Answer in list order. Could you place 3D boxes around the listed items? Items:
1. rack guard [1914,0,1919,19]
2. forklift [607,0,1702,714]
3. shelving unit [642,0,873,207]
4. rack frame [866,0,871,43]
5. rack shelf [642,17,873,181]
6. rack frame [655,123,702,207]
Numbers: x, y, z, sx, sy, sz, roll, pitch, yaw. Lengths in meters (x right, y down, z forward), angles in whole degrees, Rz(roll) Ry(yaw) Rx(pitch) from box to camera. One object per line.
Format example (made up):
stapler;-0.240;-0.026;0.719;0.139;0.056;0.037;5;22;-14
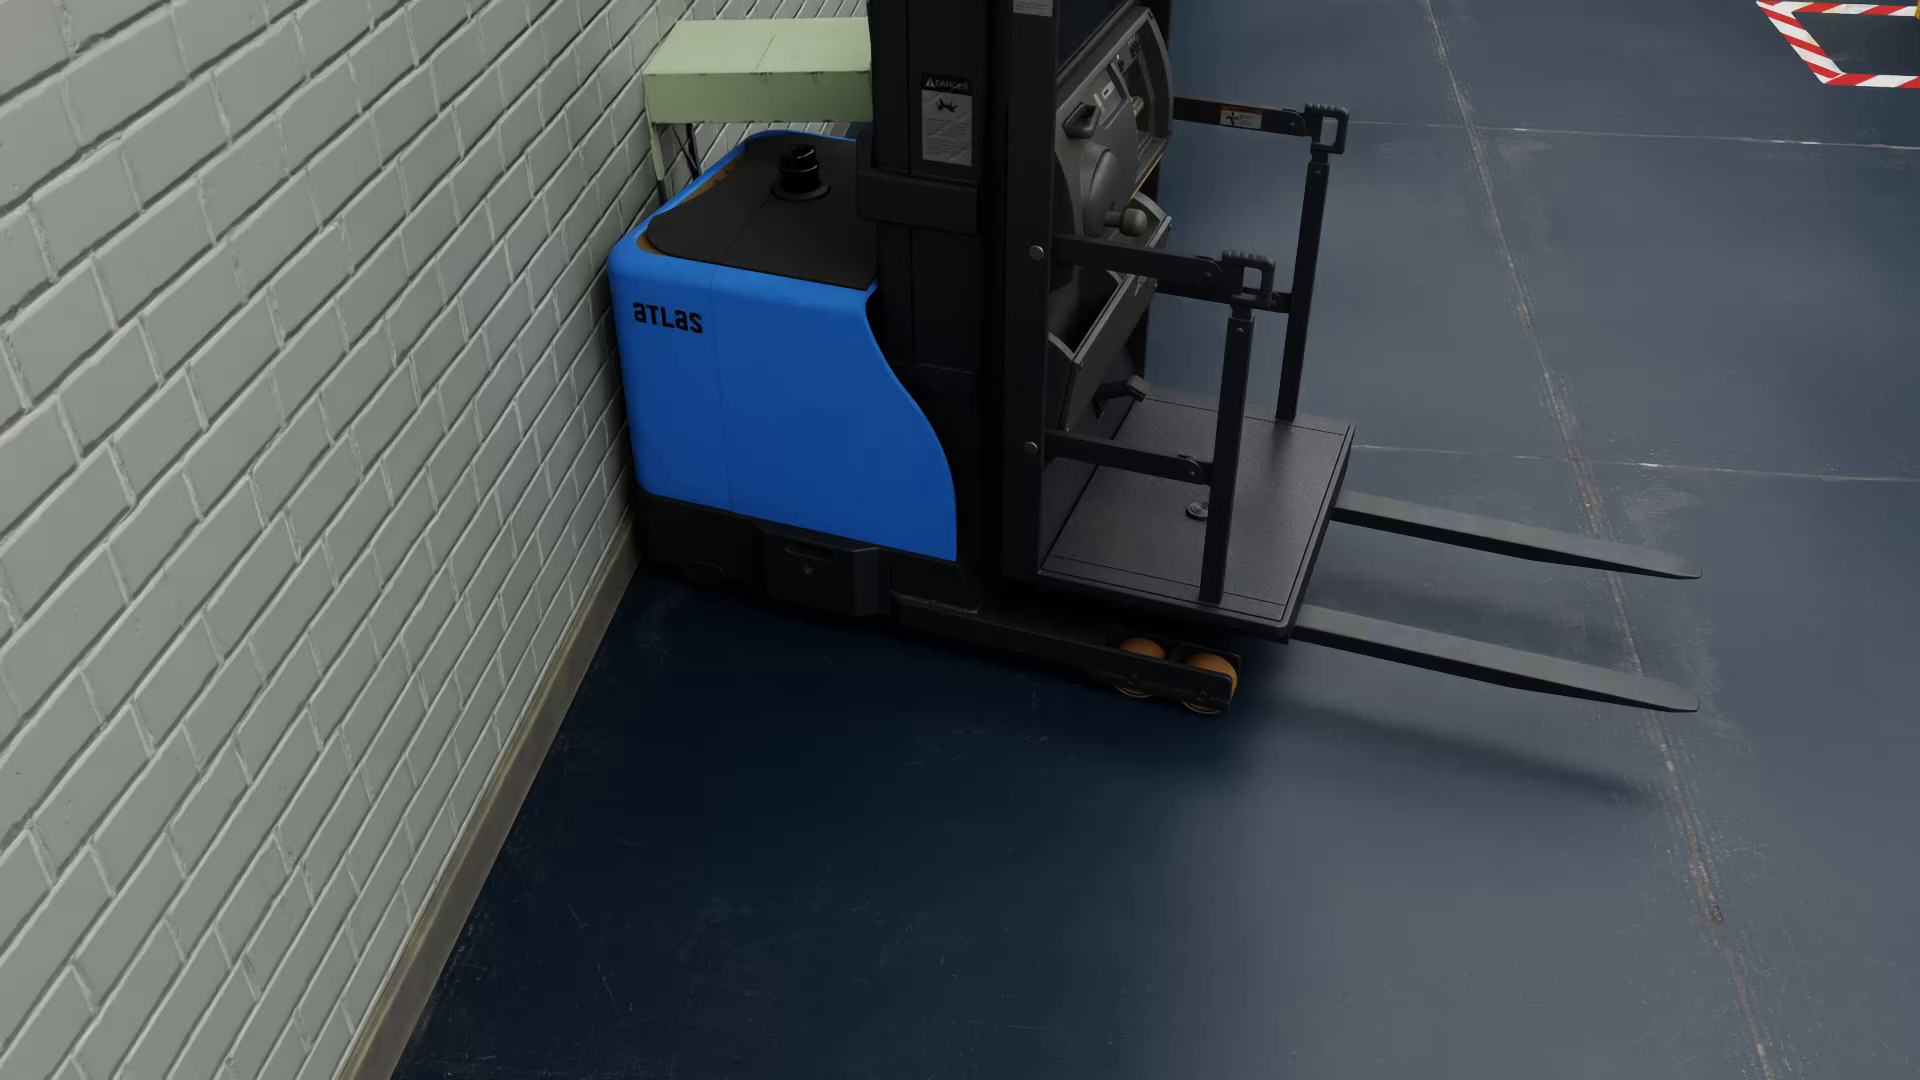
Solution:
rack guard;5.503;-2.855;8.820;0.348;0.500;1.175;4;36;6
forklift;0.589;-1.065;4.219;3.031;2.935;1.130;12;37;17
shelving unit;-0.535;-1.068;5.362;0.755;1.500;0.431;2;39;9
rack frame;-0.173;-1.057;5.307;0.023;1.500;0.400;2;39;9
rack shelf;-0.563;-1.371;5.117;0.720;0.370;0.431;2;39;9
rack frame;-0.897;-1.079;5.416;0.023;1.500;0.400;2;39;9
